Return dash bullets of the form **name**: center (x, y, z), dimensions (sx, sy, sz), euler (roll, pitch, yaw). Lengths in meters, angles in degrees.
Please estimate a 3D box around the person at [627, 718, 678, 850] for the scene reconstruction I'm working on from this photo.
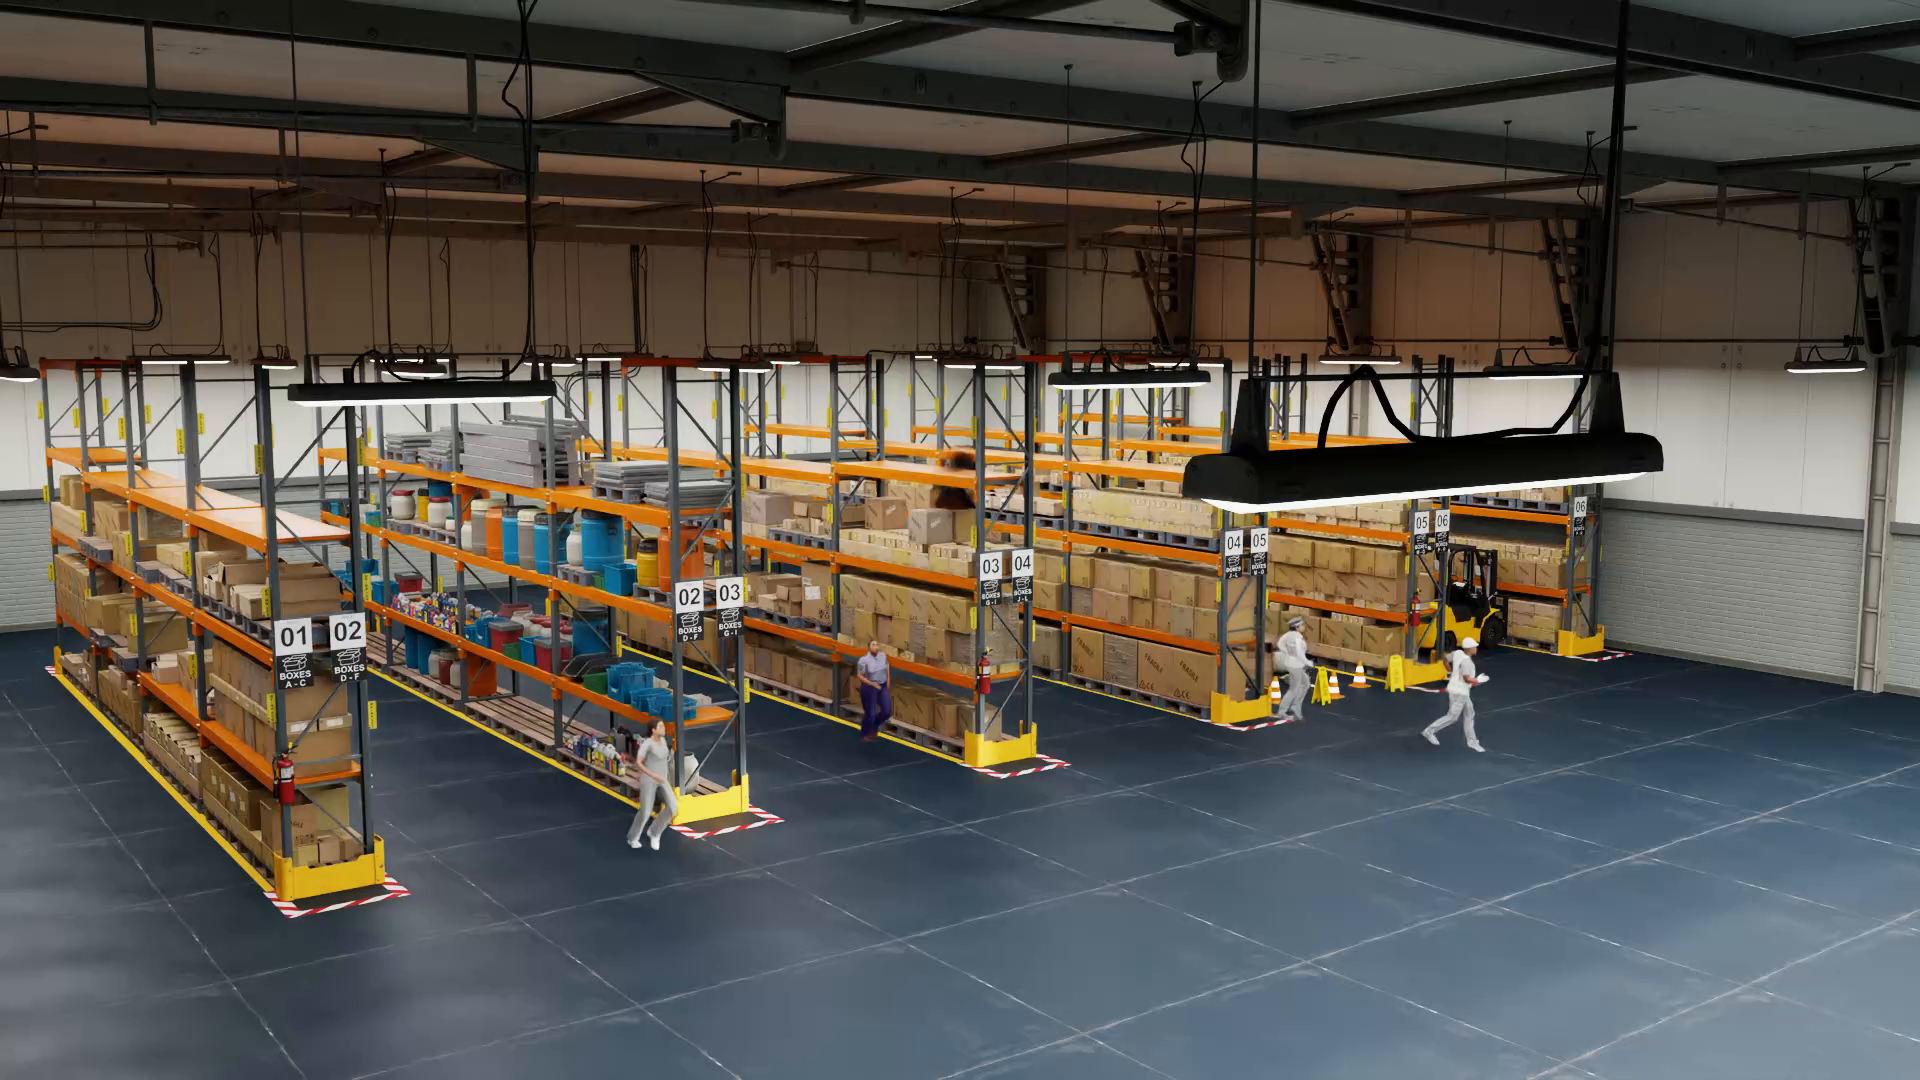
- **person**: center (-3.797, 3.030, 20.799), dimensions (0.637, 1.637, 0.624), euler (5, 8, 36)

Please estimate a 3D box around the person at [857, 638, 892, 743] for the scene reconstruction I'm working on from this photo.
- **person**: center (-1.259, 2.264, 24.990), dimensions (0.632, 1.597, 0.630), euler (-4, 8, -32)

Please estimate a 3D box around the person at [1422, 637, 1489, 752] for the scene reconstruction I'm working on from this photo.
- **person**: center (7.652, 2.392, 25.668), dimensions (0.976, 1.813, 0.712), euler (1, 7, 9)

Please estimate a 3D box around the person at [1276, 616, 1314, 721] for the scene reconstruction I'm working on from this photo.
- **person**: center (5.360, 2.066, 26.593), dimensions (0.590, 1.730, 0.629), euler (-1, 7, -7)
